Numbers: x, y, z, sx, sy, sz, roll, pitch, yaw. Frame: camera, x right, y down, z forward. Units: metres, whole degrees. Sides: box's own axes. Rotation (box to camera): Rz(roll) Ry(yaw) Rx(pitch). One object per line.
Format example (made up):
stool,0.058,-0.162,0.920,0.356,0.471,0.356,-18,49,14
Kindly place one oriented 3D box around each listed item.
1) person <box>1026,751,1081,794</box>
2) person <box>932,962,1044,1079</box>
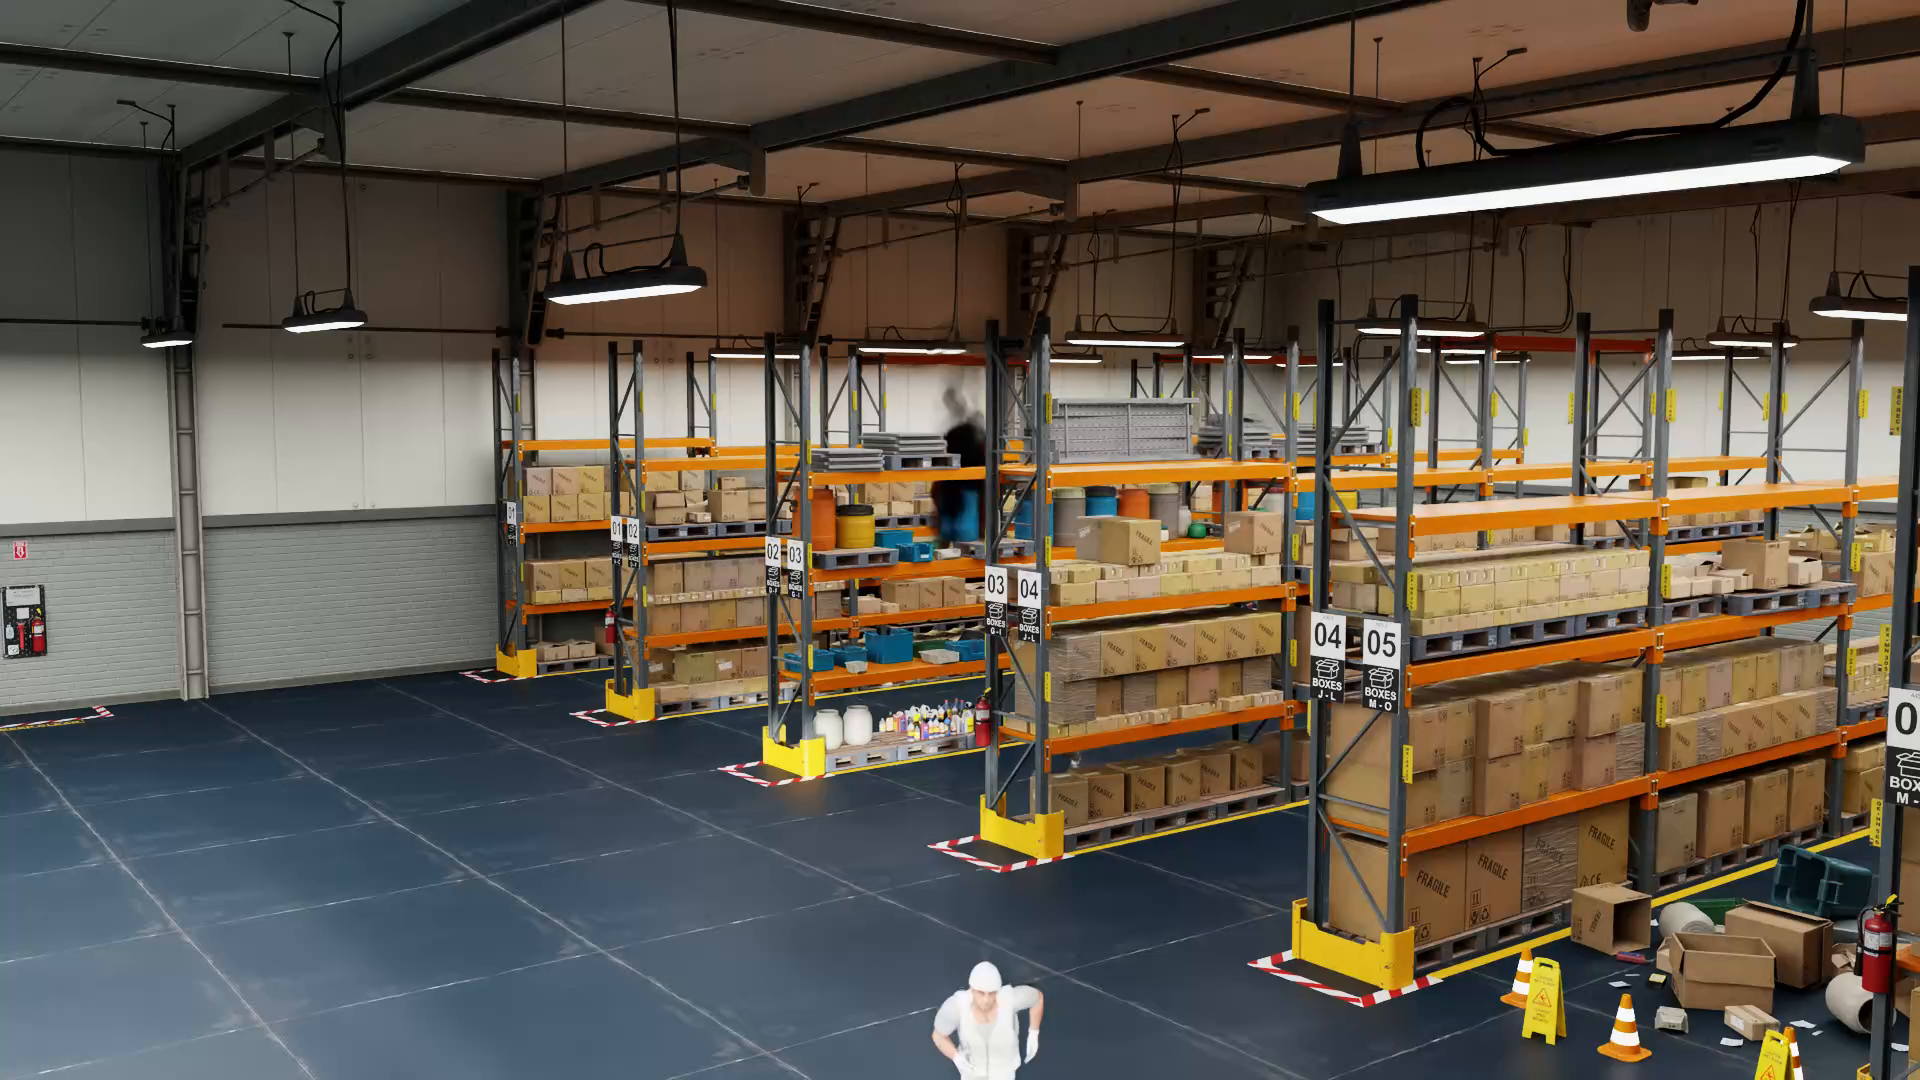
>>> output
person,1.251,2.462,21.826,0.506,1.599,1.022,4,6,38
person,0.177,3.419,10.595,0.706,1.730,1.038,0,5,0
